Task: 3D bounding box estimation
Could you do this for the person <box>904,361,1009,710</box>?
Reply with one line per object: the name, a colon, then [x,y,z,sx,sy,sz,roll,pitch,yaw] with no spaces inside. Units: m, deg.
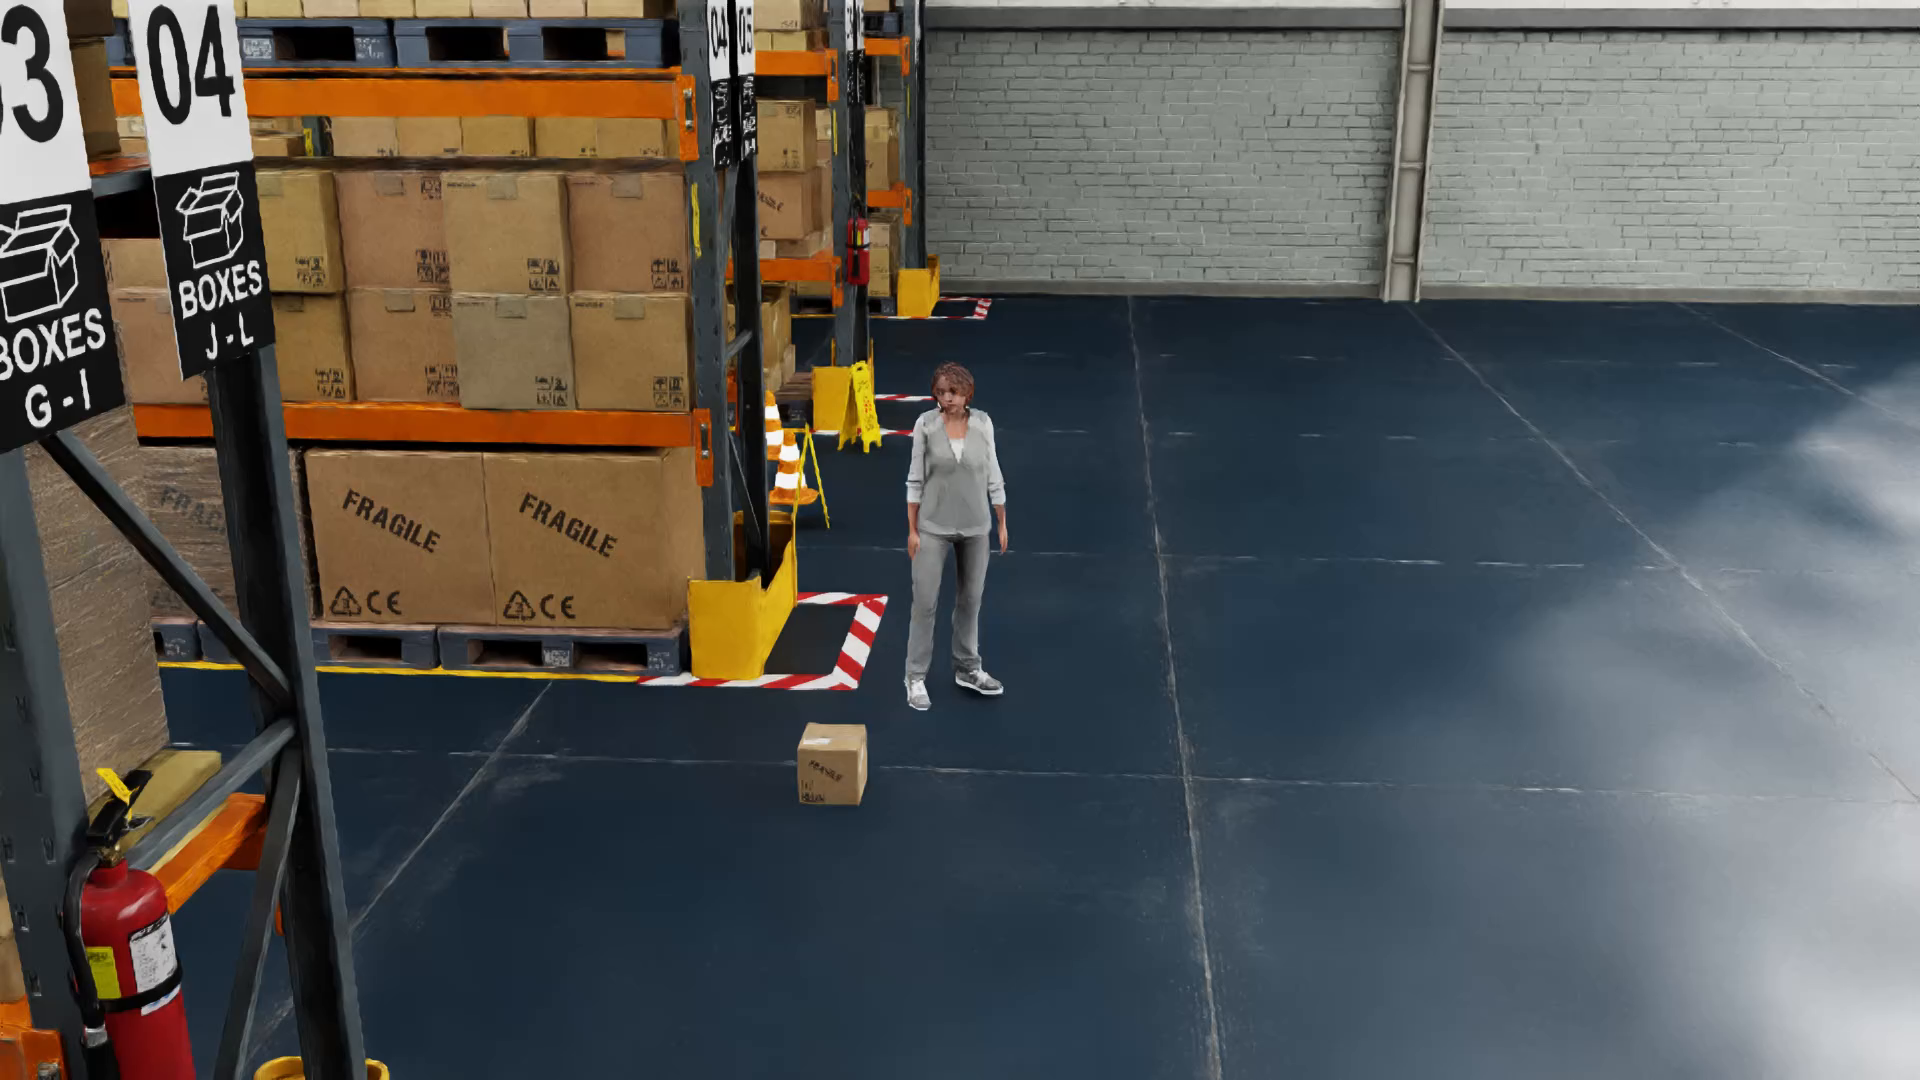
person: [-0.022,-0.027,7.653,0.492,1.627,0.317,-4,18,-12]
